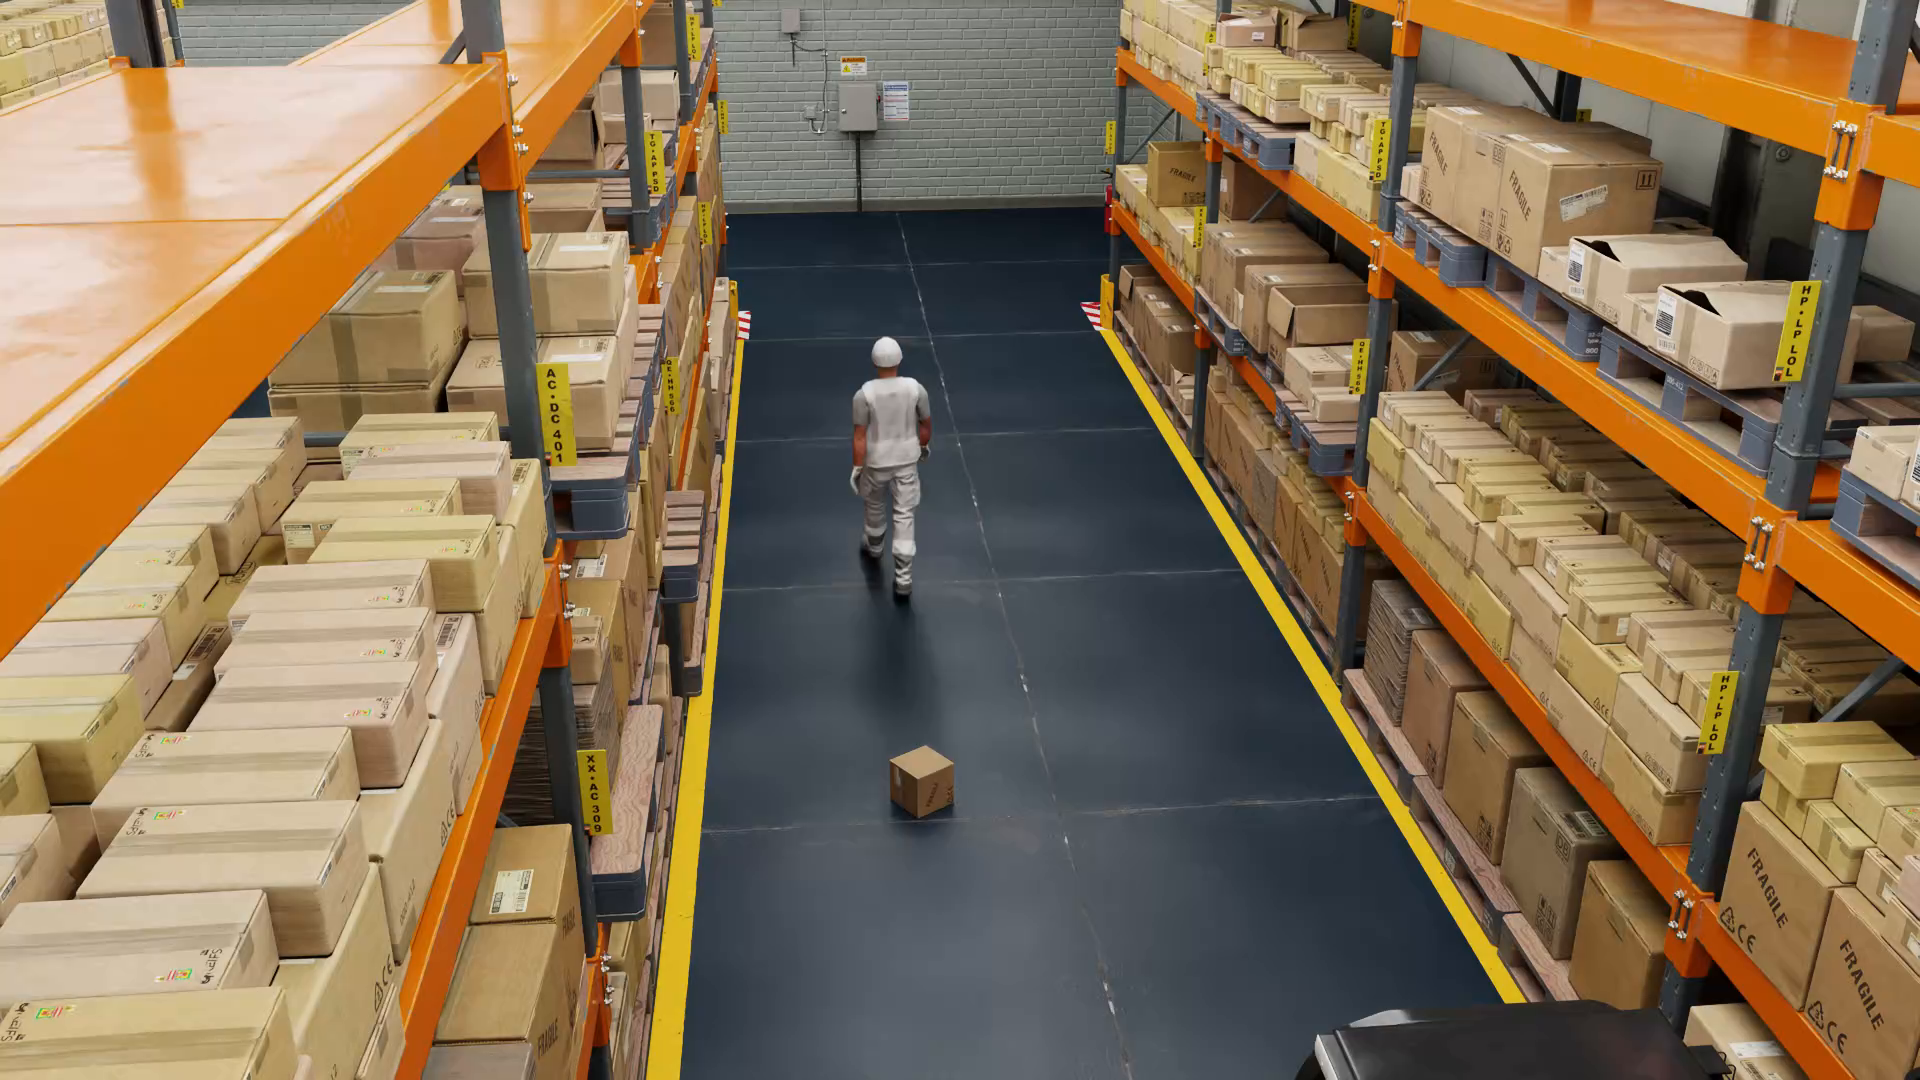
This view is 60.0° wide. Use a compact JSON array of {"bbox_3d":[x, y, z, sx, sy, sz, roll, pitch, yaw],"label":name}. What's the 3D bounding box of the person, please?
[{"bbox_3d":[-0.482,-0.585,11.392,0.588,1.735,1.019,-3,24,-8],"label":"person"}]
